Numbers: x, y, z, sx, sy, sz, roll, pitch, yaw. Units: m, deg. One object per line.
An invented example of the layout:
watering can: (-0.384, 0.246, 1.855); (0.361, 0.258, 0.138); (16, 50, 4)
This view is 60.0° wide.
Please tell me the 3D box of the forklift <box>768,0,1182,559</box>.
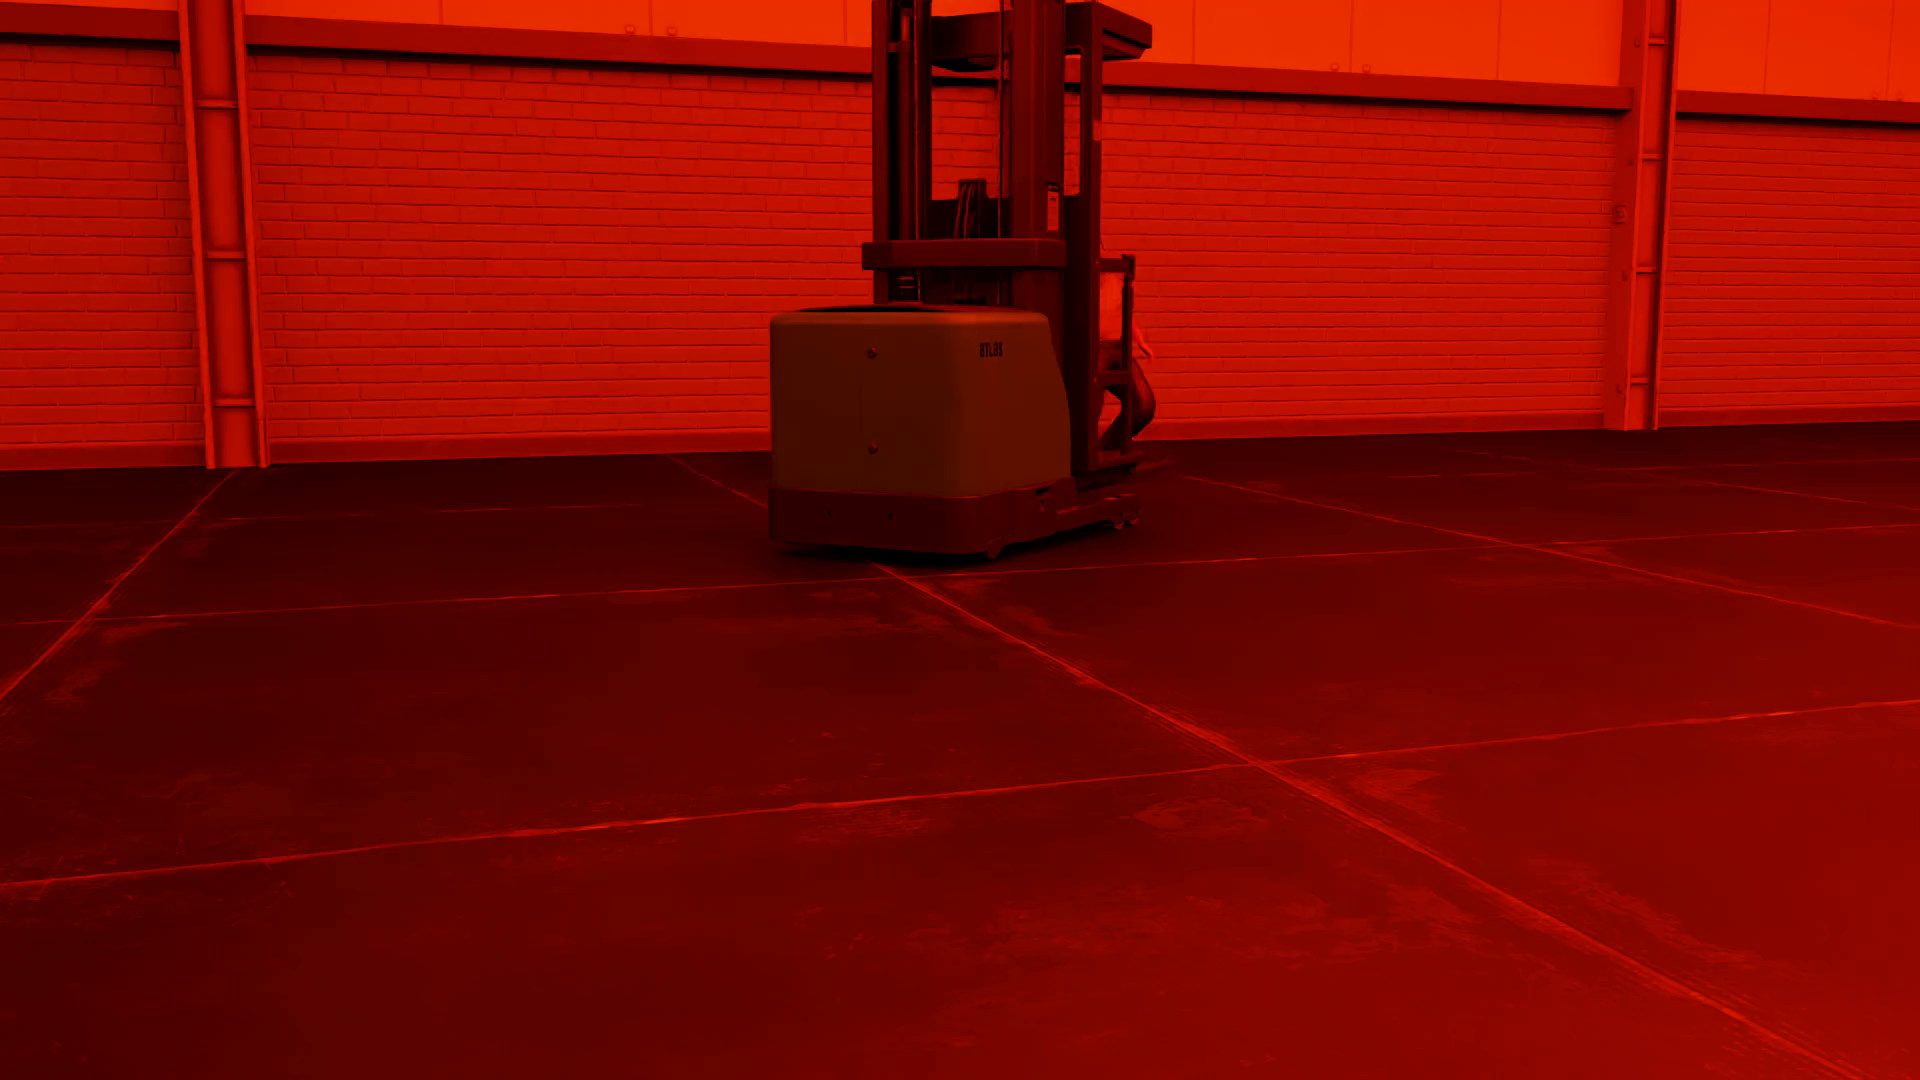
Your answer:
forklift: (0.281, -1.529, 8.292); (1.130, 2.935, 3.031); (4, 9, 28)

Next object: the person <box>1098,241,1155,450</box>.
person: (0.905, -1.151, 10.622); (0.740, 1.546, 0.520); (-5, 9, -34)
